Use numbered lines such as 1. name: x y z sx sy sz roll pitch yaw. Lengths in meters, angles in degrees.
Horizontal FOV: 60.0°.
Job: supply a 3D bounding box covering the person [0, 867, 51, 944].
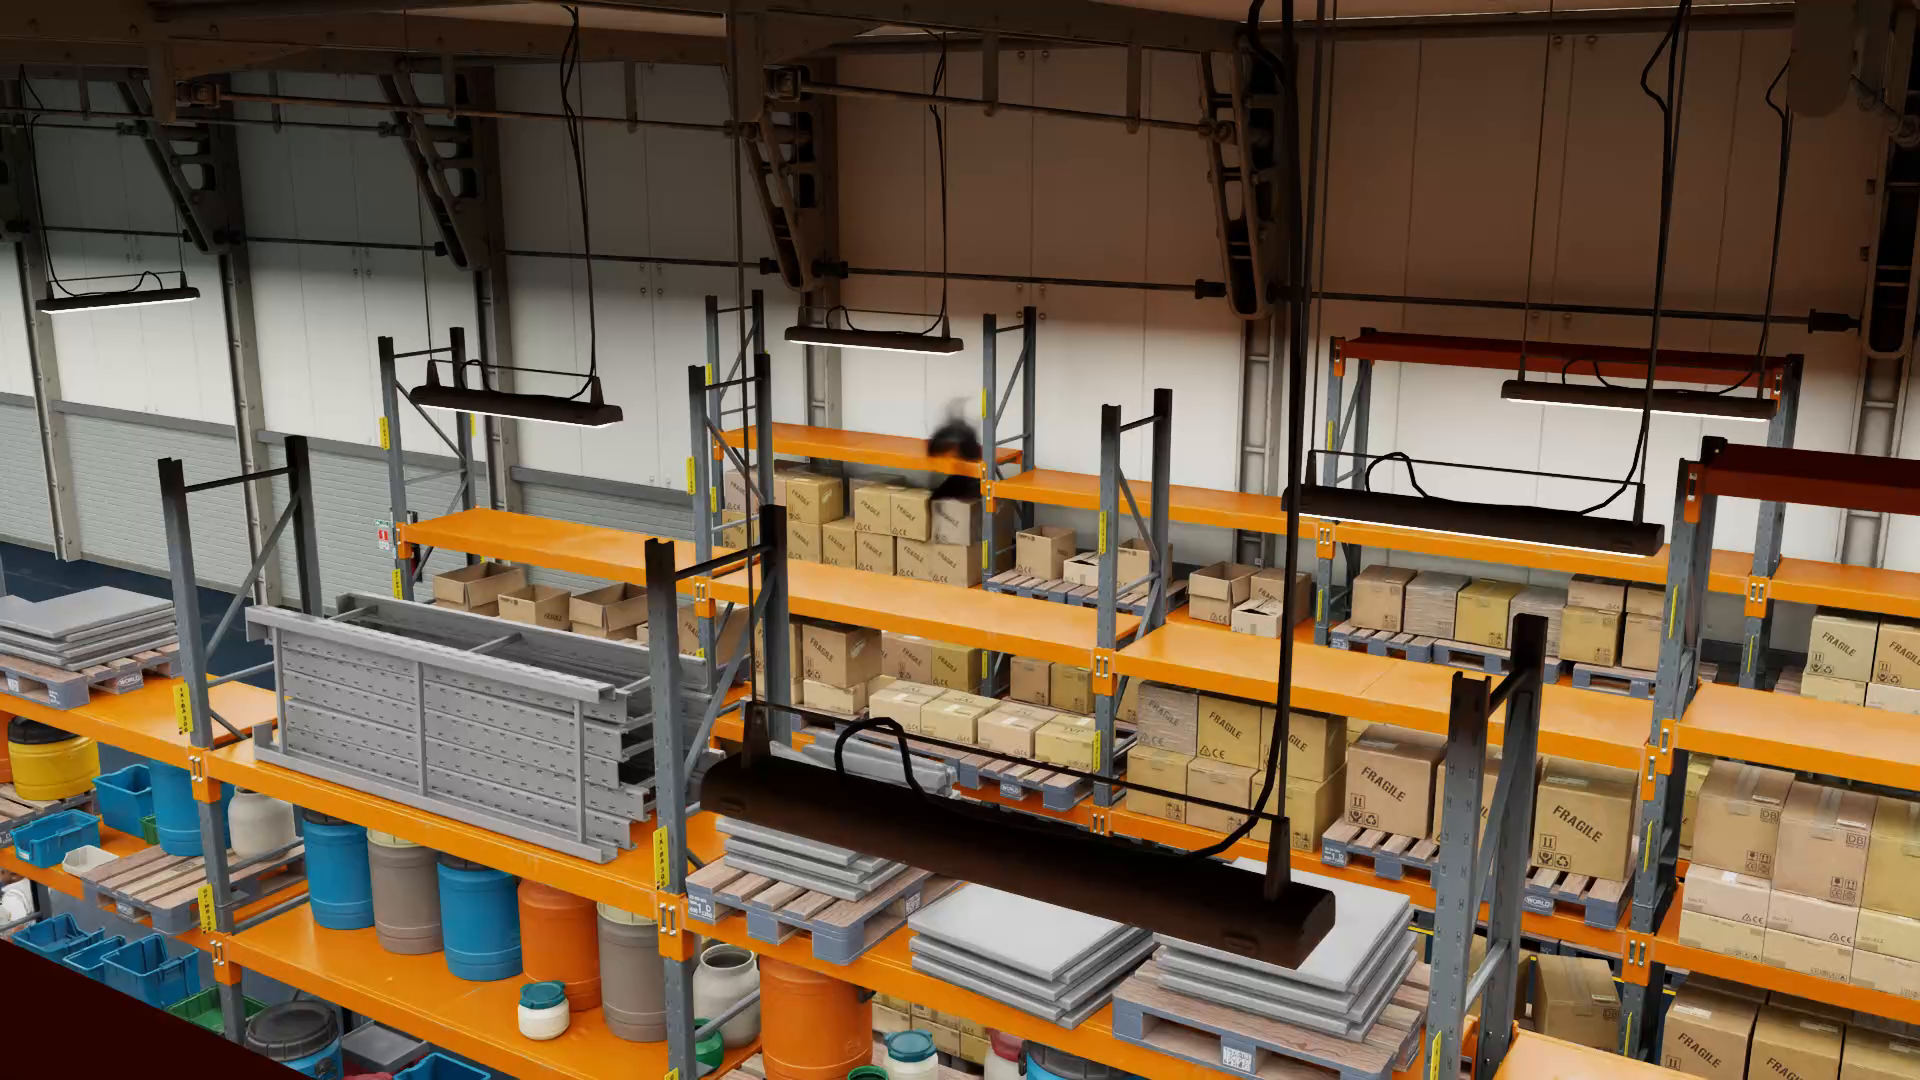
1. person: -8.506 3.619 15.056 0.517 1.746 0.706 -1 14 -5
